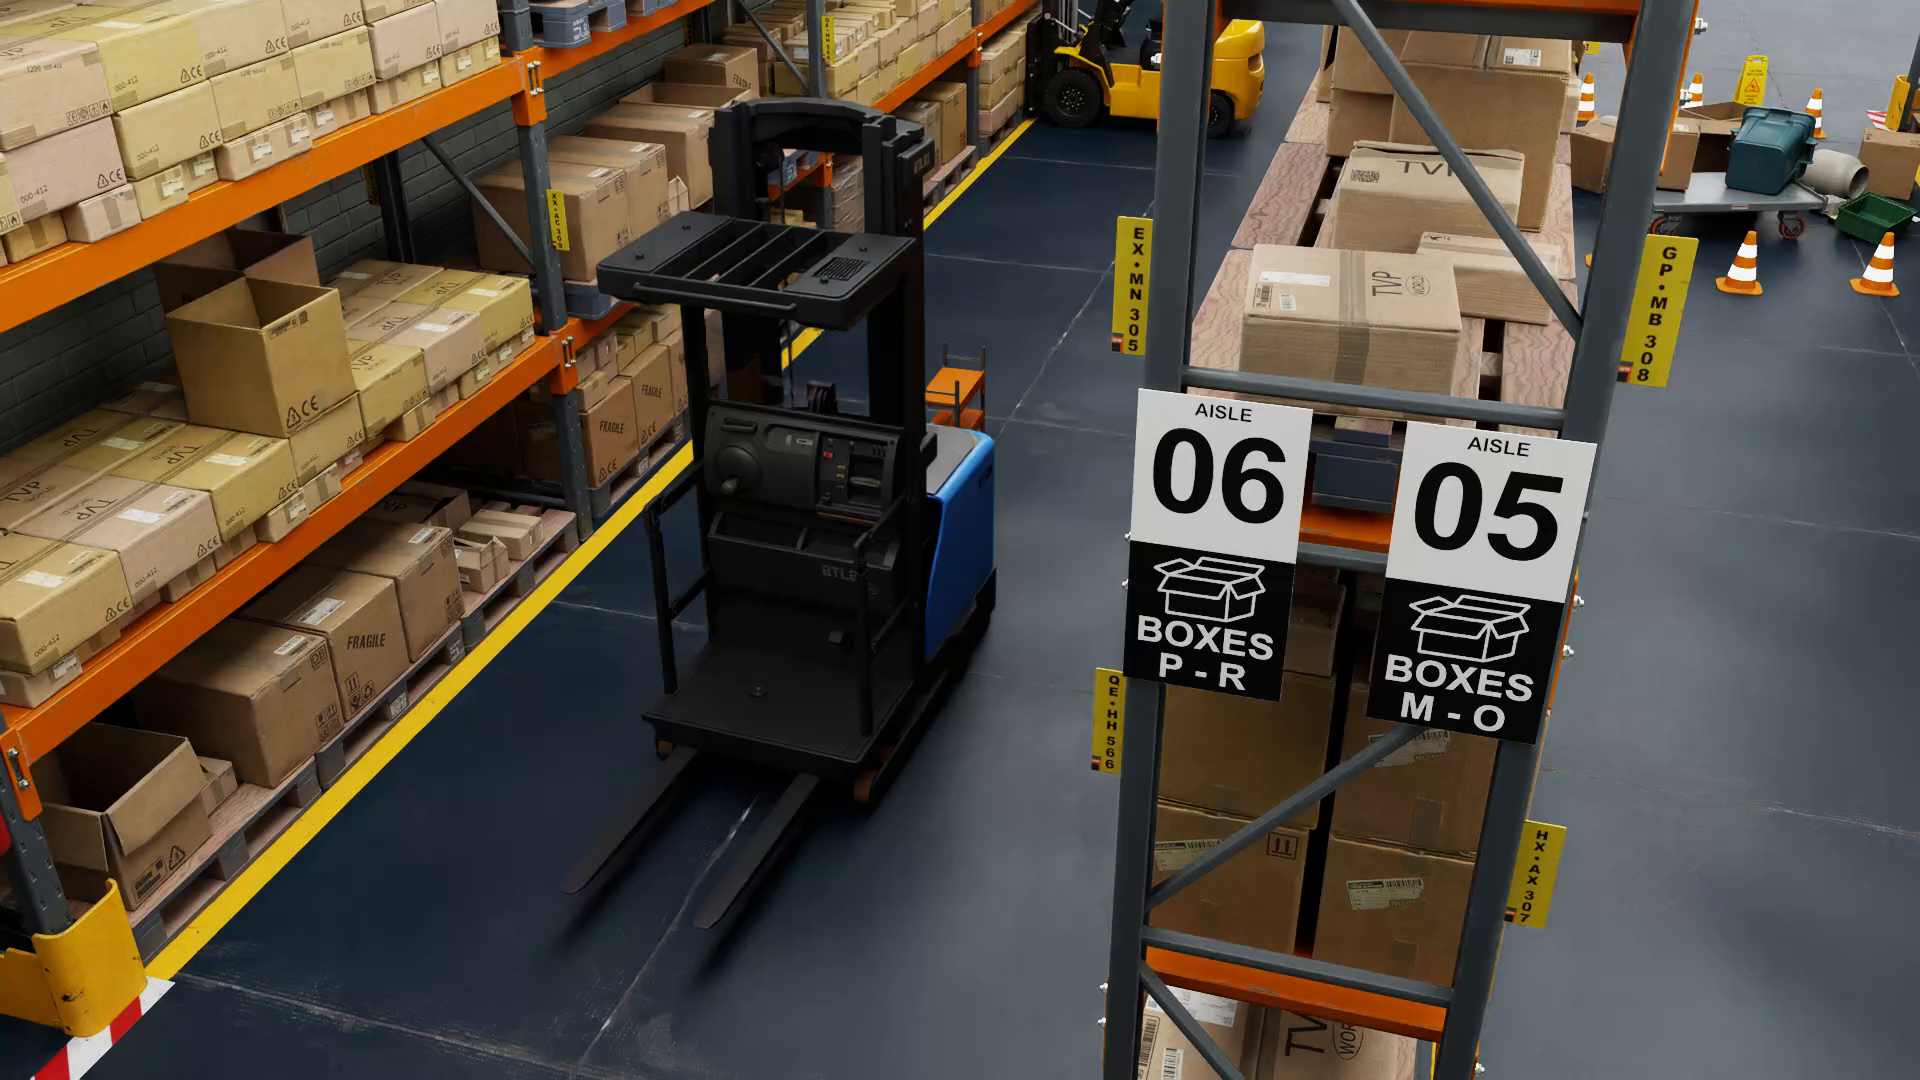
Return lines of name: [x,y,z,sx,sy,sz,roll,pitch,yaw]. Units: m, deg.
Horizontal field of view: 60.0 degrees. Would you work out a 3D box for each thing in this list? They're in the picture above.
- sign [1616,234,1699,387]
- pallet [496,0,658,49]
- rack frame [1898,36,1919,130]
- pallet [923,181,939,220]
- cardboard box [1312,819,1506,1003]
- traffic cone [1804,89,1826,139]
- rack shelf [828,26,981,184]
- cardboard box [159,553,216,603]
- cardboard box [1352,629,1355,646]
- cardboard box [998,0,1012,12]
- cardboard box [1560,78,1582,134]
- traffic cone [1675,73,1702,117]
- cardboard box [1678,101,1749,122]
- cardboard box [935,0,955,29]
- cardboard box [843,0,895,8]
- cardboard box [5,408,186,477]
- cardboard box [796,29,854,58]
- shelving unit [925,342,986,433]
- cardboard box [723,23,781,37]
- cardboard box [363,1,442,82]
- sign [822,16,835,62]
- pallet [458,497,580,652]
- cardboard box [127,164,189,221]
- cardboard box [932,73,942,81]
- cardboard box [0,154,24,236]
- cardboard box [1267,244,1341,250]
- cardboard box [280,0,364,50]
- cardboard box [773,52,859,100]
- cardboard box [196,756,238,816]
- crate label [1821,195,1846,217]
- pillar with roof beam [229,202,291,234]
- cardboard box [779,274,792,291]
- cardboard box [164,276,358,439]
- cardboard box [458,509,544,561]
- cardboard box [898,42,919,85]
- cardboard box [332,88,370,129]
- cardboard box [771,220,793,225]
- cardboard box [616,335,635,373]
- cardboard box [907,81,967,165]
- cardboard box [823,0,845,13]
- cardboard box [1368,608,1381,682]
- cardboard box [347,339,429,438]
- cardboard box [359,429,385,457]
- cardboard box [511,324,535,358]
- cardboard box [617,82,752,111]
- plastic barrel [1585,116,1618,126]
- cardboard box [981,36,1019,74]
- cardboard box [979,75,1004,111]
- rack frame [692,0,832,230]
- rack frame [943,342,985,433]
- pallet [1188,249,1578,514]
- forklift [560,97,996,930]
sign: [1.443,-0.472,3.447,0.100,0.325,0.005,8,30,15]
pallet: [-2.399,-2.914,9.010,1.213,0.211,1.003,8,30,15]
rack frame: [10.373,-5.603,16.736,1.000,3.000,0.127,8,30,15]
pallet: [-0.844,-2.975,14.880,1.003,0.211,1.213,8,30,15]
cardboard box: [1.330,0.947,4.858,0.500,0.500,0.500,8,30,14]
traffic cone: [8.859,-4.450,17.274,0.336,0.463,0.334,8,30,15]
rack shelf: [-0.896,-3.866,14.354,1.077,0.370,4.000,8,30,15]
cardboard box: [-3.266,0.102,6.739,0.380,0.149,0.250,9,30,16]
cardboard box: [1.106,0.396,5.849,0.500,0.500,0.500,9,30,16]
cardboard box: [0.208,-5.567,16.569,0.500,0.500,0.500,9,30,16]
cardboard box: [2.130,-1.649,6.266,0.380,0.149,0.250,9,30,16]
traffic cone: [7.879,-4.769,17.847,0.336,0.463,0.334,8,30,15]
cardboard box: [7.516,-3.994,16.412,0.797,0.503,0.637,-12,31,-20]
cardboard box: [-0.353,-4.758,14.858,0.500,0.250,0.500,8,30,14]
cardboard box: [-0.755,-4.420,13.840,0.380,0.149,0.250,8,30,15]
cardboard box: [-3.648,-0.318,7.085,0.500,0.250,0.500,9,30,16]
cardboard box: [-1.031,-3.809,12.741,0.380,0.149,0.250,9,30,16]
shelving unit: [-0.049,-0.447,9.320,0.258,1.200,0.503,8,30,15]
cardboard box: [-1.611,-3.896,12.897,0.380,0.149,0.250,9,30,16]
cardboard box: [-2.702,-2.264,7.498,0.500,0.250,0.500,7,30,13]
sign: [-0.962,-3.649,12.115,0.100,0.325,0.005,8,30,15]
pallet: [-2.860,0.146,9.271,1.003,0.211,1.213,8,30,15]
cardboard box: [-3.131,-1.315,6.202,0.380,0.149,0.250,8,30,15]
cardboard box: [-0.350,-4.785,16.634,0.500,0.250,0.500,9,30,16]
cardboard box: [-3.440,-1.076,5.361,0.500,0.250,0.500,8,30,14]
cardboard box: [1.007,-0.683,4.531,0.380,0.149,0.250,6,30,11]
cardboard box: [-2.873,-2.246,6.950,0.500,0.250,0.500,9,30,16]
cardboard box: [-1.096,-3.572,12.725,0.500,0.250,0.500,8,30,15]
cardboard box: [-3.399,1.066,7.248,0.380,0.149,0.250,7,30,13]
crate label: [7.863,-3.032,15.060,0.298,0.136,0.250,-12,31,-20]
pillar with roof beam: [0.392,-3.205,6.254,9.100,9.000,0.400,8,30,15]
cardboard box: [-1.559,-1.884,12.190,0.500,0.500,0.500,8,30,14]
cardboard box: [-3.001,-0.795,7.170,0.500,0.500,0.500,9,30,16]
cardboard box: [-2.540,-0.029,9.217,0.380,0.149,0.250,8,30,13]
cardboard box: [-0.669,-4.071,14.137,0.500,0.250,0.500,9,30,16]
cardboard box: [-2.826,-1.914,7.277,0.380,0.149,0.250,10,30,17]
cardboard box: [-1.437,-2.229,12.143,0.380,0.149,0.250,7,30,12]
cardboard box: [-2.226,-1.156,10.215,0.380,0.149,0.250,7,30,12]
cardboard box: [-0.452,-4.012,15.887,0.875,0.625,0.625,10,31,17]
cardboard box: [-1.149,-4.474,13.938,0.380,0.149,0.250,9,30,16]
cardboard box: [1.283,0.284,4.356,0.380,0.149,0.250,9,30,16]
cardboard box: [-2.866,-0.720,7.808,0.500,0.250,0.500,8,30,15]
cardboard box: [-2.952,-0.505,7.831,0.380,0.149,0.250,9,30,16]
cardboard box: [-2.510,-1.098,8.897,0.380,0.149,0.250,9,30,16]
cardboard box: [-1.786,-2.695,10.970,0.797,0.503,0.637,8,30,14]
plastic barrel: [6.452,-3.961,16.434,0.421,0.421,0.512,-17,34,-28]
cardboard box: [0.292,-4.945,16.922,0.500,0.250,0.500,9,30,15]
cardboard box: [0.128,-4.491,16.620,0.500,0.250,0.500,8,30,15]
rack frame: [-1.483,-3.251,12.509,1.000,3.000,0.127,8,30,15]
rack frame: [0.023,-0.561,9.524,0.240,1.200,0.015,8,30,15]
pallet: [1.122,-0.445,4.470,1.003,0.211,1.213,8,30,15]
forklift: [-0.790,-0.301,7.276,1.130,2.935,3.031,10,31,17]
